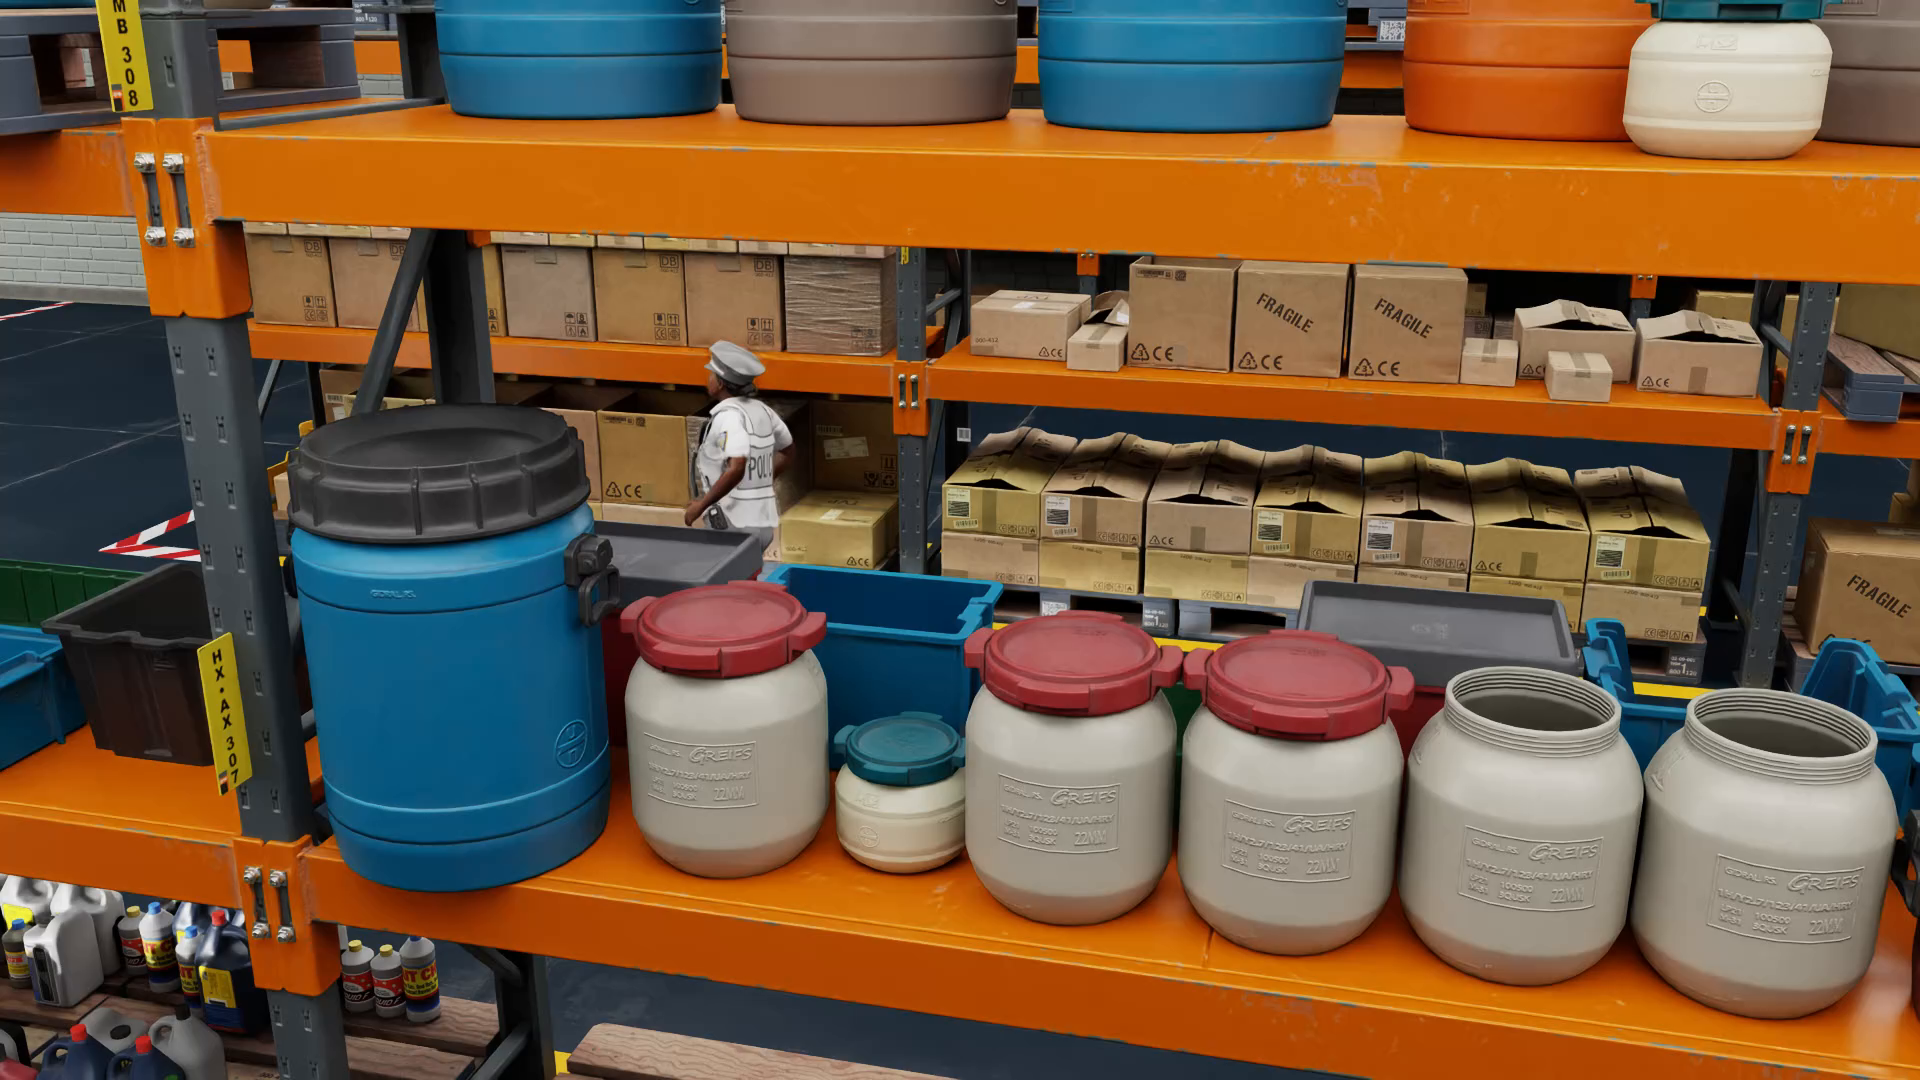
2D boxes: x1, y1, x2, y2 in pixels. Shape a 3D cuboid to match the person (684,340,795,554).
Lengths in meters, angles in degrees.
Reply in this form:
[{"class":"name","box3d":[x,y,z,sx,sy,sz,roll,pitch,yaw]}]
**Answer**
[{"class":"person","box3d":[-1.105,-0.052,7.356,0.529,1.606,0.986,5,19,13]}]
